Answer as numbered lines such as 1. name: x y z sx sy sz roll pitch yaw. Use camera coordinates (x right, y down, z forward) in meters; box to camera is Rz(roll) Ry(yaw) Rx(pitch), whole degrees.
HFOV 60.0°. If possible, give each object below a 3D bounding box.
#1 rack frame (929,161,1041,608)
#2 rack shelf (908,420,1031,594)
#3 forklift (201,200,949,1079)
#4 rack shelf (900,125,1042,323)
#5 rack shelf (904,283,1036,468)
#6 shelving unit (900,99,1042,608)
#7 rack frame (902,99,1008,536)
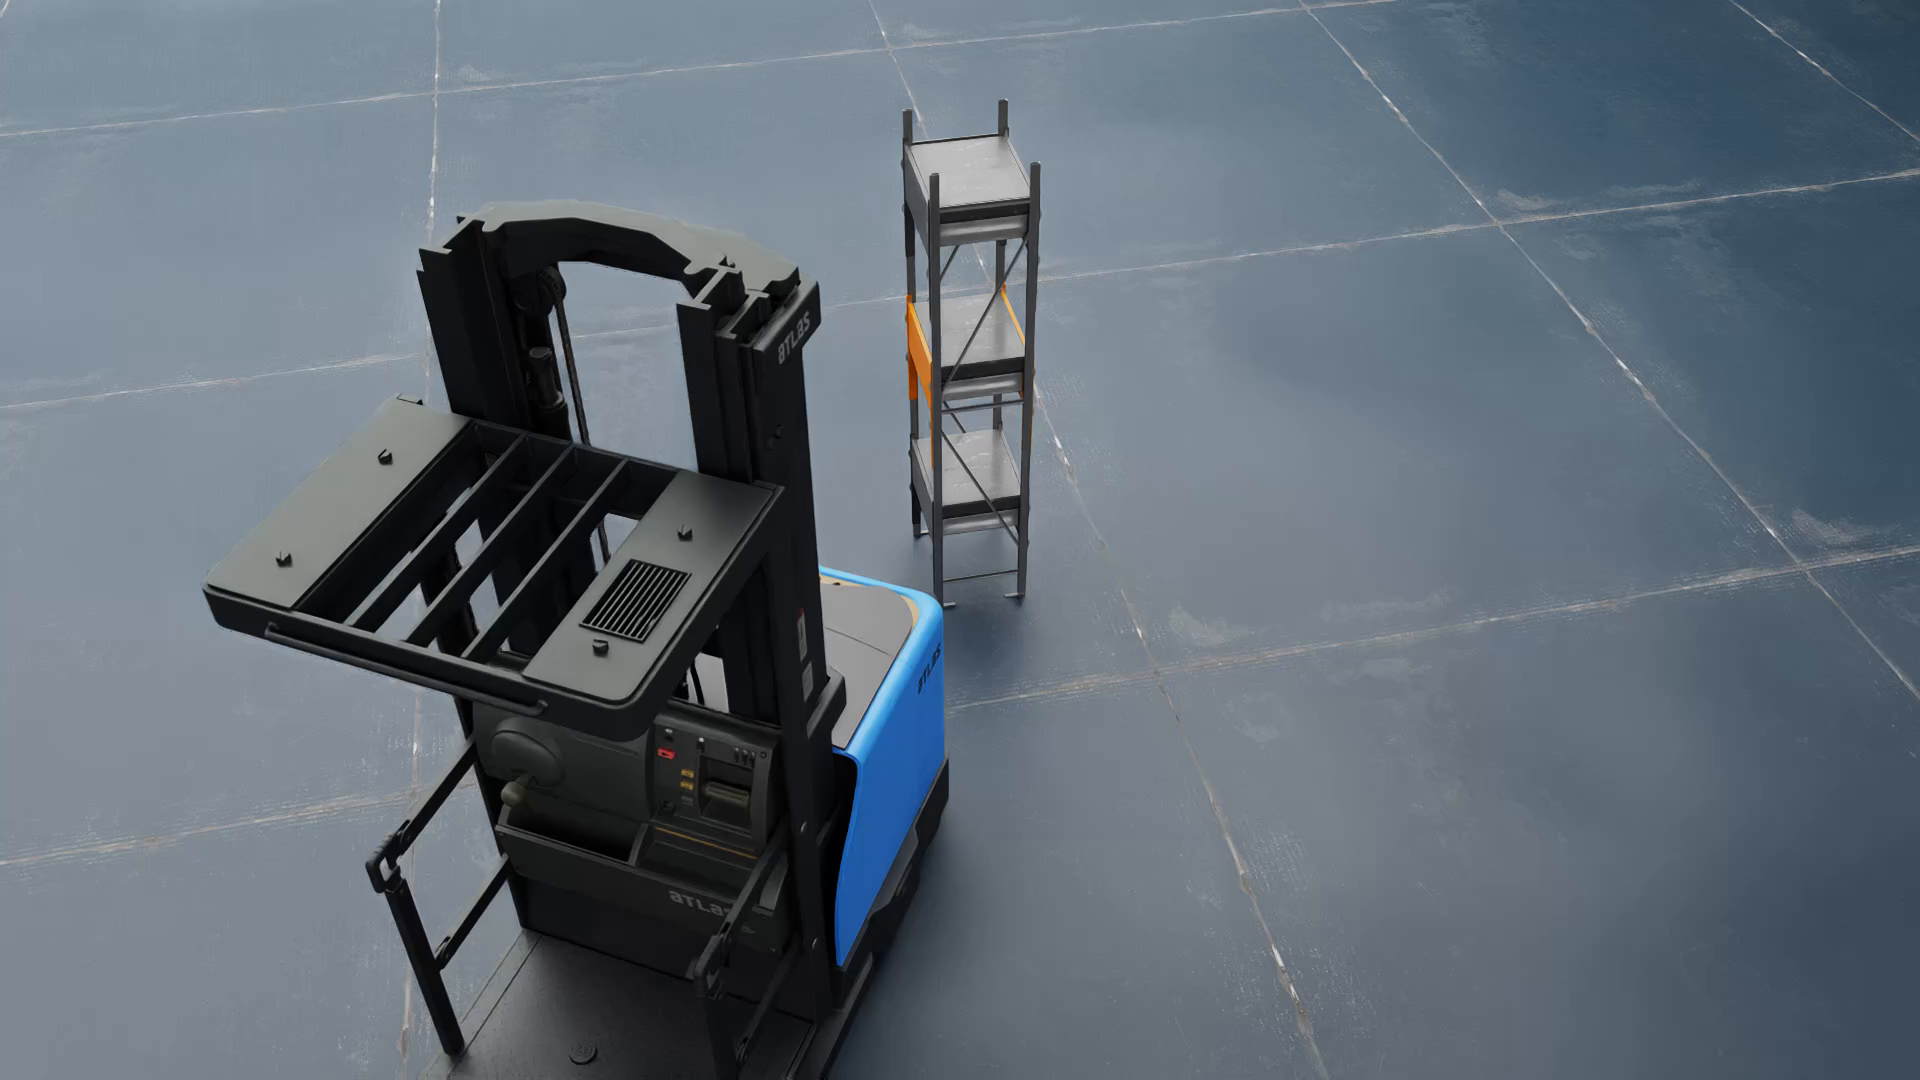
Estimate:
1. rack frame: 0.088 -0.520 6.536 0.400 2.100 0.015 -8 42 -9
2. rack shelf: 0.036 -0.144 7.188 0.431 0.518 0.480 -8 42 -9
3. forklift: -1.026 0.708 4.526 1.130 2.935 3.031 14 43 15
4. rack shelf: 0.036 -1.191 6.258 0.431 0.518 0.480 -8 42 -9
5. rack shelf: 0.036 -0.668 6.723 0.431 0.518 0.480 -8 42 -9
6. shelving unit: 0.036 -0.678 6.714 0.431 2.100 0.503 -8 42 -9
7. rack frame: -0.017 -0.836 6.892 0.400 2.100 0.015 -8 42 -9
